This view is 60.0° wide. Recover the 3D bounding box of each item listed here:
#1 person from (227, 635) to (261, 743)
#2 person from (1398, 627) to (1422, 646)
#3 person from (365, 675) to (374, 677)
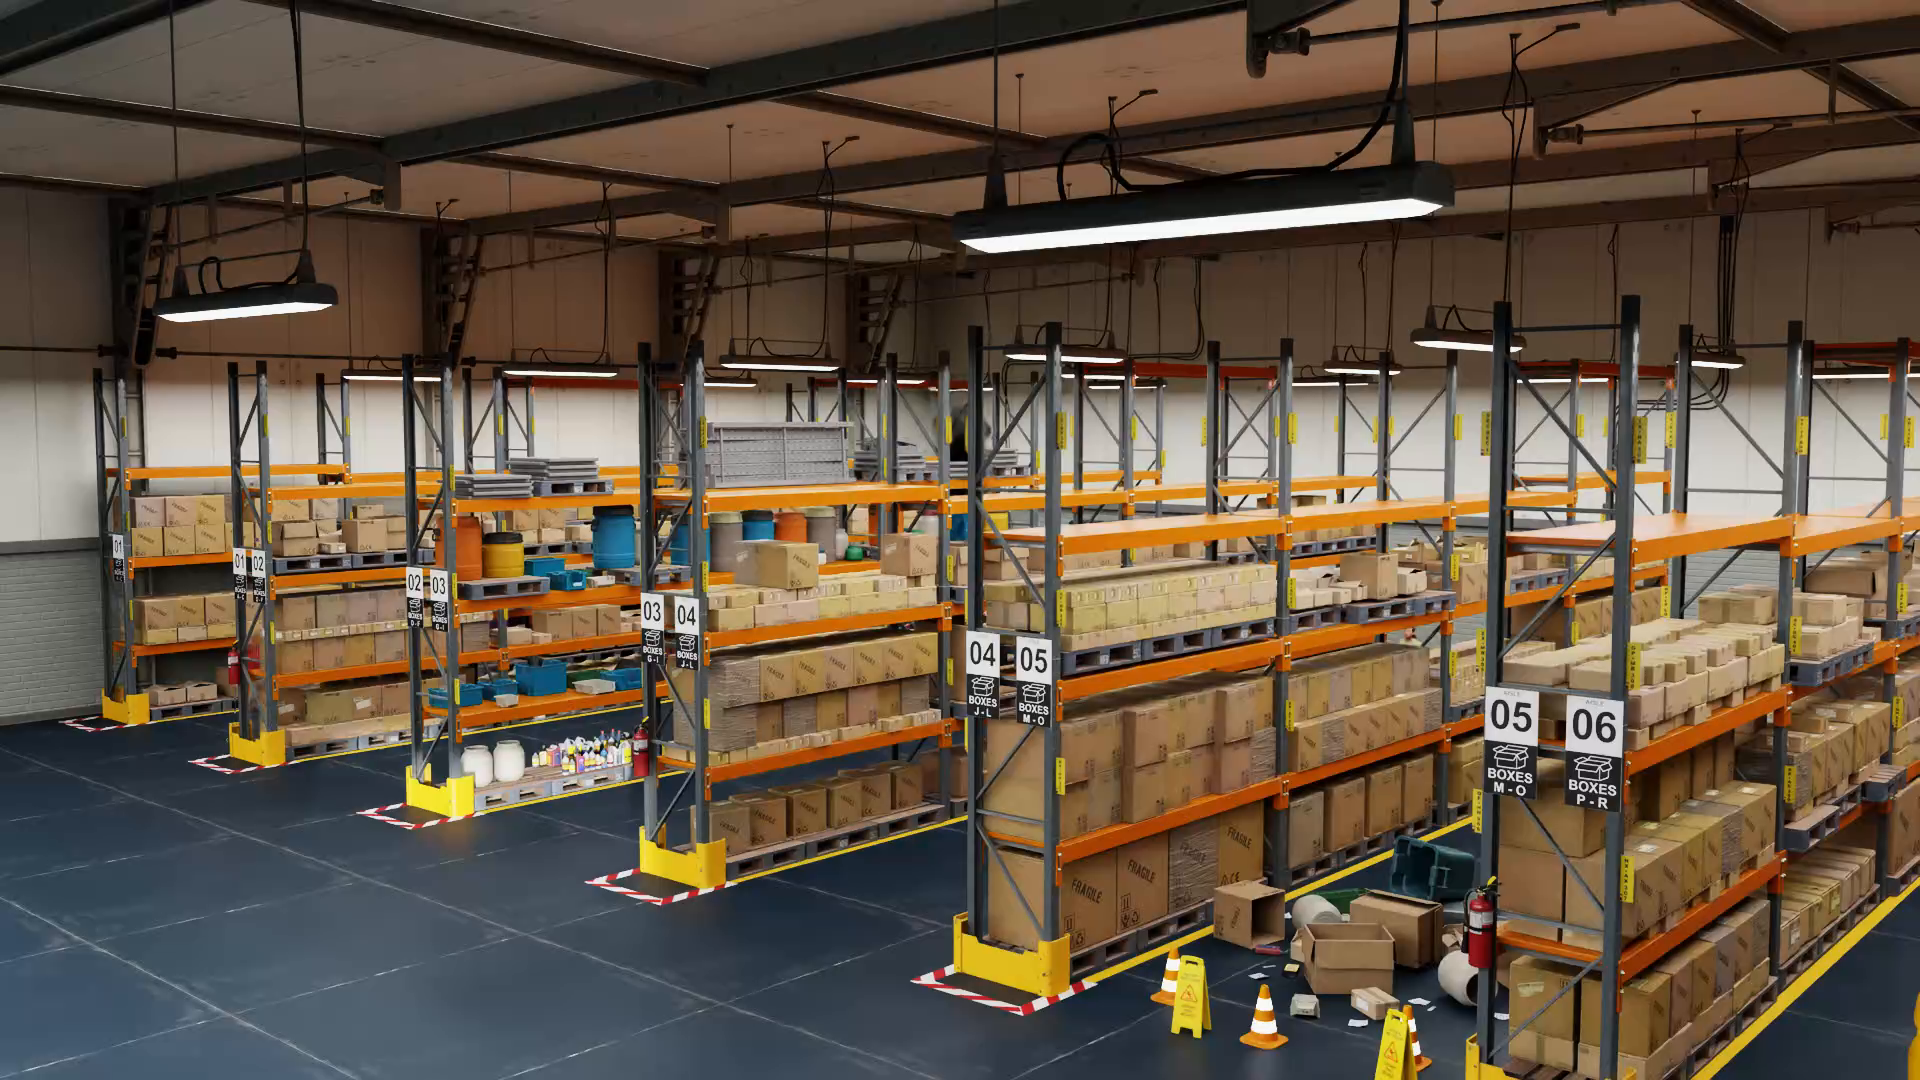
[{"bbox_3d":[-11.465,2.371,26.849,0.642,1.723,1.026,2,5,27],"label":"person"},{"bbox_3d":[7.595,2.263,28.145,0.543,1.712,0.802,3,5,35],"label":"person"},{"bbox_3d":[-10.175,2.180,28.591,0.674,1.823,0.730,2,5,26],"label":"person"}]
